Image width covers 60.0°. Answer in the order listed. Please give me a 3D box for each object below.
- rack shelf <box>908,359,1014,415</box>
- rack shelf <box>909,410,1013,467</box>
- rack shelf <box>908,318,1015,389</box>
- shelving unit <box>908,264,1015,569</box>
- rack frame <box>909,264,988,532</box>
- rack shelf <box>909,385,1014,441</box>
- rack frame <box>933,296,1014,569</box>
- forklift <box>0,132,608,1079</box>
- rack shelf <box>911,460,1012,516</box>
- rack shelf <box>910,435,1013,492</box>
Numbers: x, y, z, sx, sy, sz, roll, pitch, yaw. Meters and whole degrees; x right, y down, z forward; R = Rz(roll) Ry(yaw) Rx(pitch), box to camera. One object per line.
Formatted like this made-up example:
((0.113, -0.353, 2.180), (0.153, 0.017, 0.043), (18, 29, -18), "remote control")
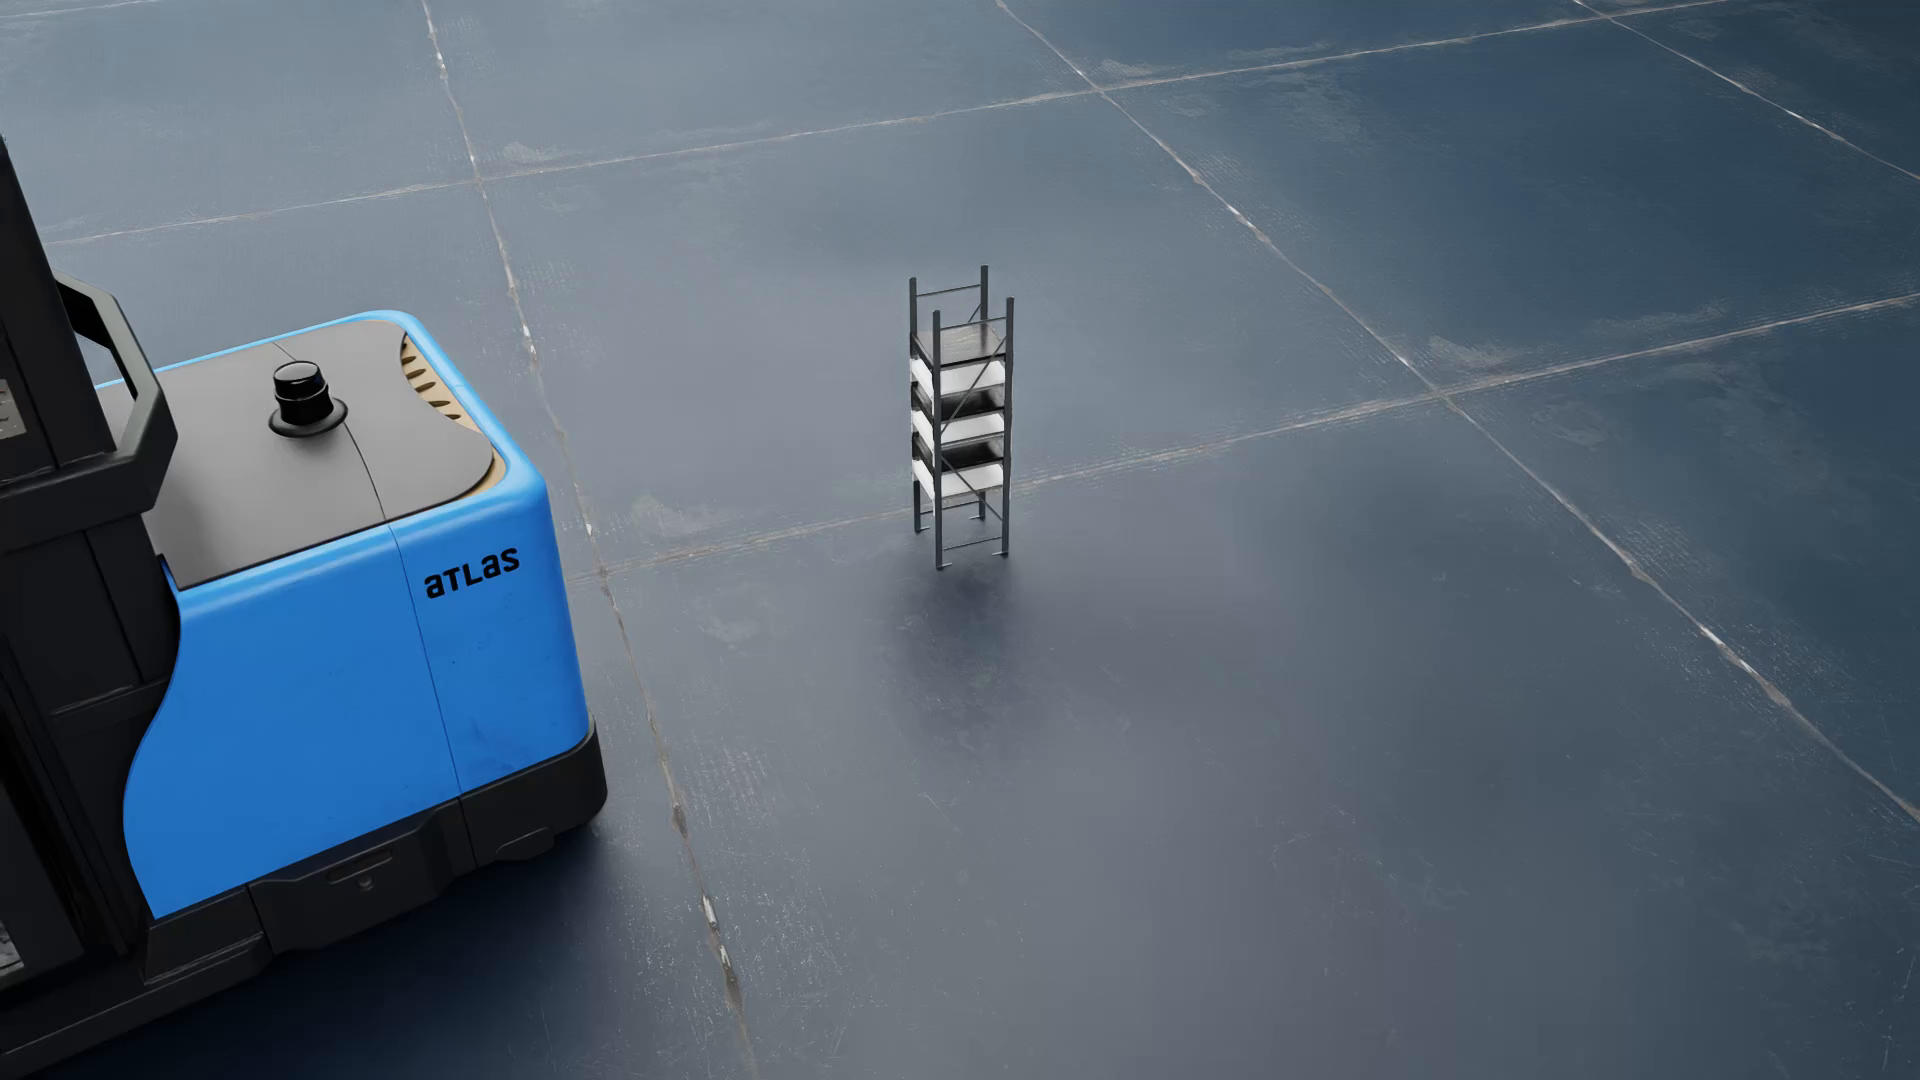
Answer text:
((0.003, -0.472, 4.885), (0.258, 0.077, 0.200), (-12, 39, -16), "rack shelf")
((0.003, -0.328, 4.993), (0.258, 0.077, 0.200), (-12, 39, -16), "rack shelf")
((0.003, -0.544, 4.831), (0.258, 0.077, 0.200), (-12, 39, -16), "rack shelf")
((0.003, -0.355, 4.973), (0.258, 0.900, 0.210), (-12, 39, -16), "shelving unit")
((-0.032, -0.412, 5.049), (0.240, 0.900, 0.006), (-12, 39, -16), "rack frame")
((0.003, -0.400, 4.939), (0.258, 0.077, 0.200), (-12, 39, -16), "rack shelf")
((0.038, -0.297, 4.897), (0.240, 0.900, 0.006), (-12, 39, -16), "rack frame")
((-2.417, -0.200, 3.080), (3.031, 2.935, 1.130), (-21, 42, -26), "forklift")
((0.003, -0.184, 5.102), (0.258, 0.077, 0.200), (-12, 39, -16), "rack shelf")
((0.003, -0.256, 5.047), (0.258, 0.077, 0.200), (-12, 39, -16), "rack shelf")
